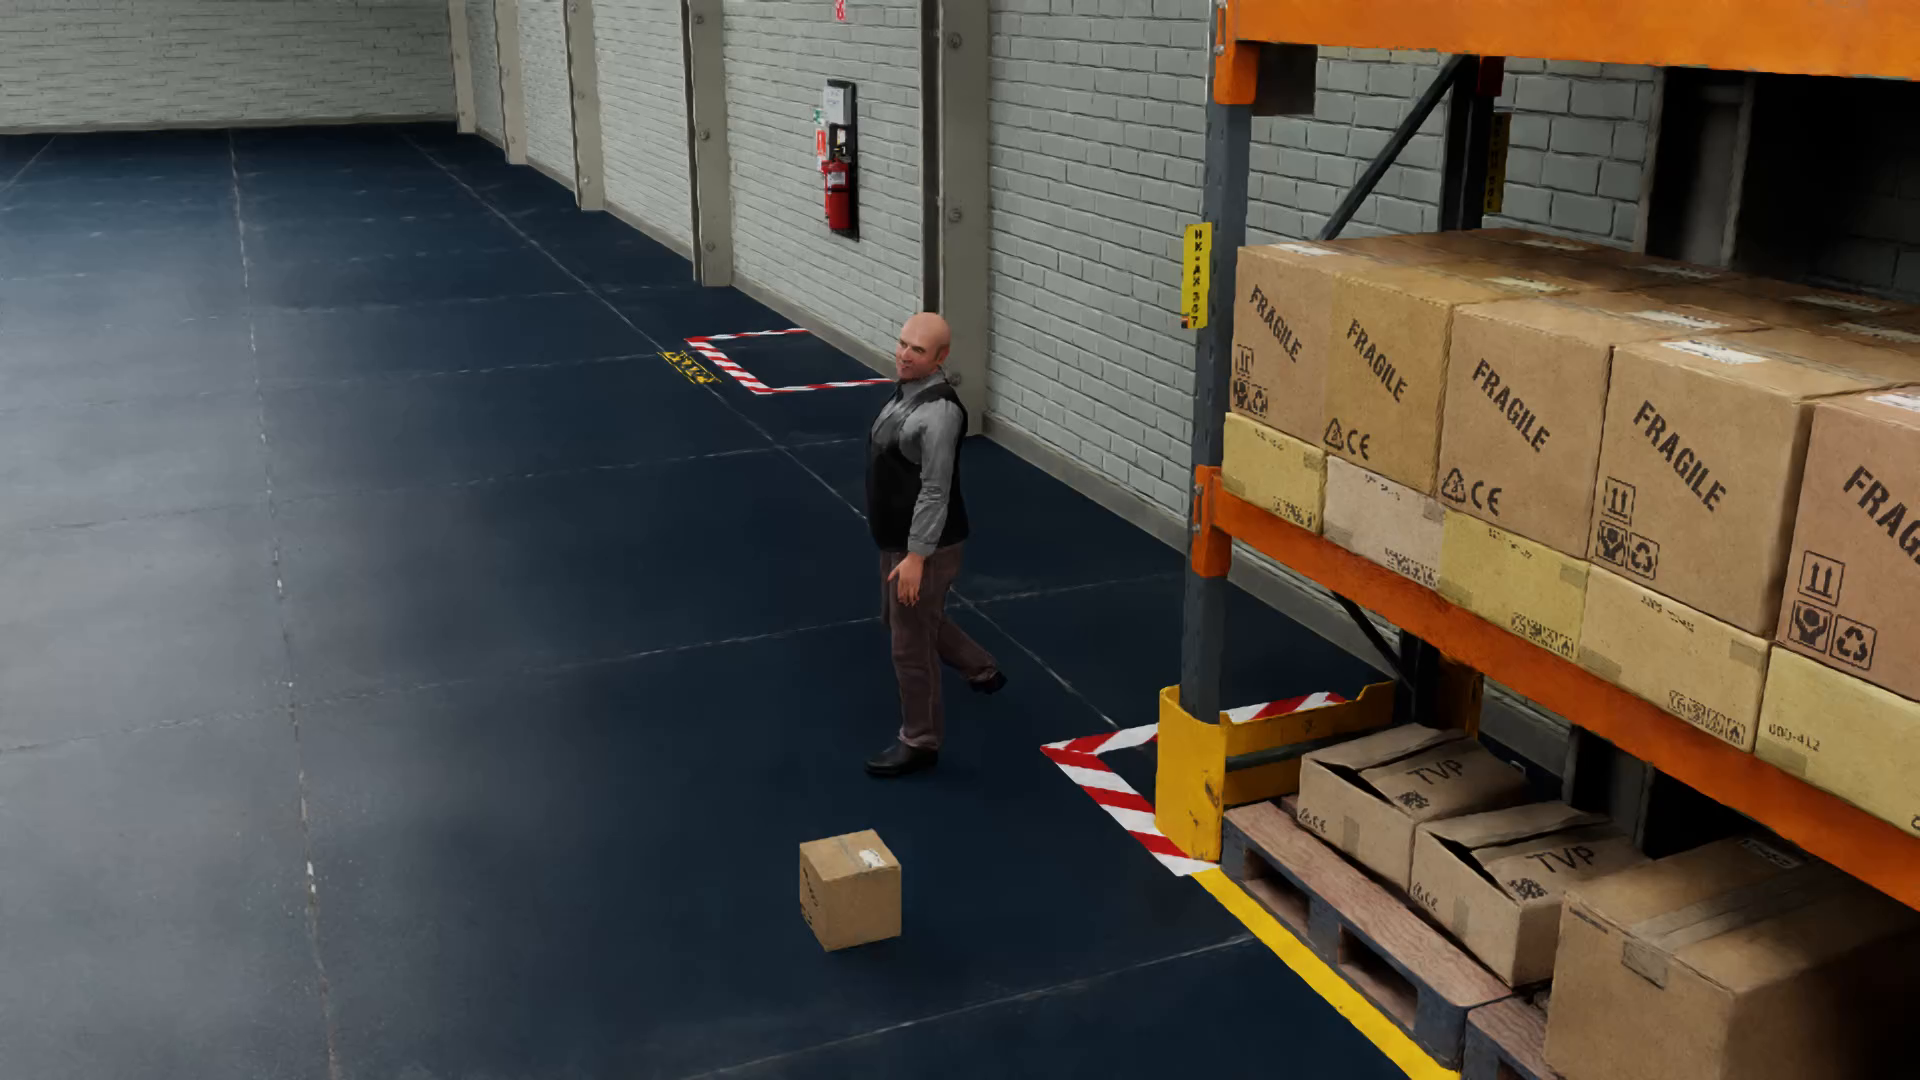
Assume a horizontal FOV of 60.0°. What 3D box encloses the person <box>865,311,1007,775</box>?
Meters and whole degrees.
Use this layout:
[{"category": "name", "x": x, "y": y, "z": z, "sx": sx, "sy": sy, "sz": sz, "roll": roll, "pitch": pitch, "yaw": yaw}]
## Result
[{"category": "person", "x": -0.088, "y": -0.013, "z": 6.146, "sx": 0.612, "sy": 1.721, "sz": 0.722, "roll": -4, "pitch": 19, "yaw": -11}]
